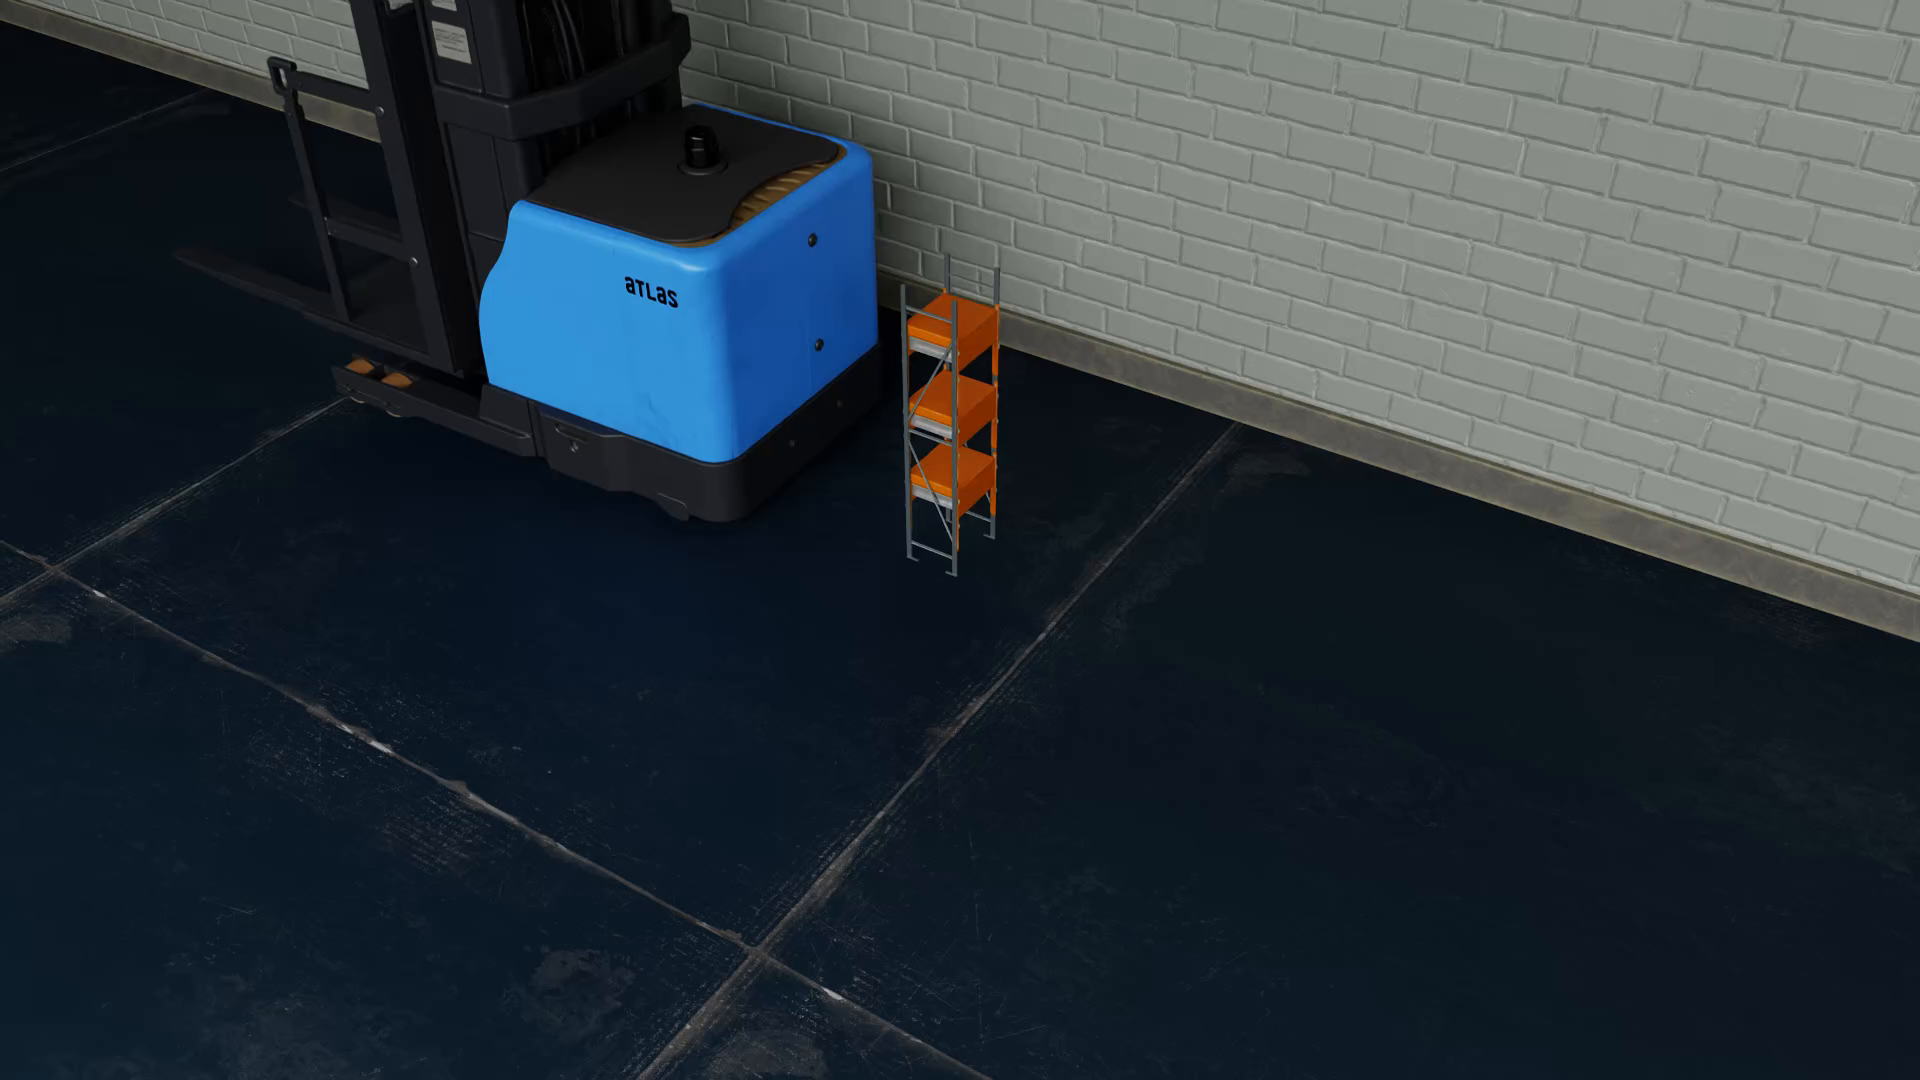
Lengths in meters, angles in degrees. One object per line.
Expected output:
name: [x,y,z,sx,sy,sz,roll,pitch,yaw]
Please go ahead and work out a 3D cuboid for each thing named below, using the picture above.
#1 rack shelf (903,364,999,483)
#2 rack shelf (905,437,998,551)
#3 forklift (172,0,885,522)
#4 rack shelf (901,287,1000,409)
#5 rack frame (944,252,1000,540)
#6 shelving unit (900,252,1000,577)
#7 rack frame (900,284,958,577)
rack shelf: [-0.029,-0.380,5.400,0.215,0.259,0.240,21,42,25]
rack shelf: [-0.029,-0.160,5.570,0.215,0.259,0.240,21,42,25]
forklift: [-1.819,-1.886,5.796,3.031,2.935,1.130,20,42,24]
rack shelf: [-0.029,-0.605,5.227,0.215,0.259,0.240,21,42,25]
rack frame: [0.037,-0.451,5.475,0.200,1.050,0.008,21,42,25]
shelving unit: [-0.029,-0.388,5.394,0.215,1.050,0.252,21,42,25]
rack frame: [-0.094,-0.325,5.312,0.200,1.050,0.008,21,42,25]
